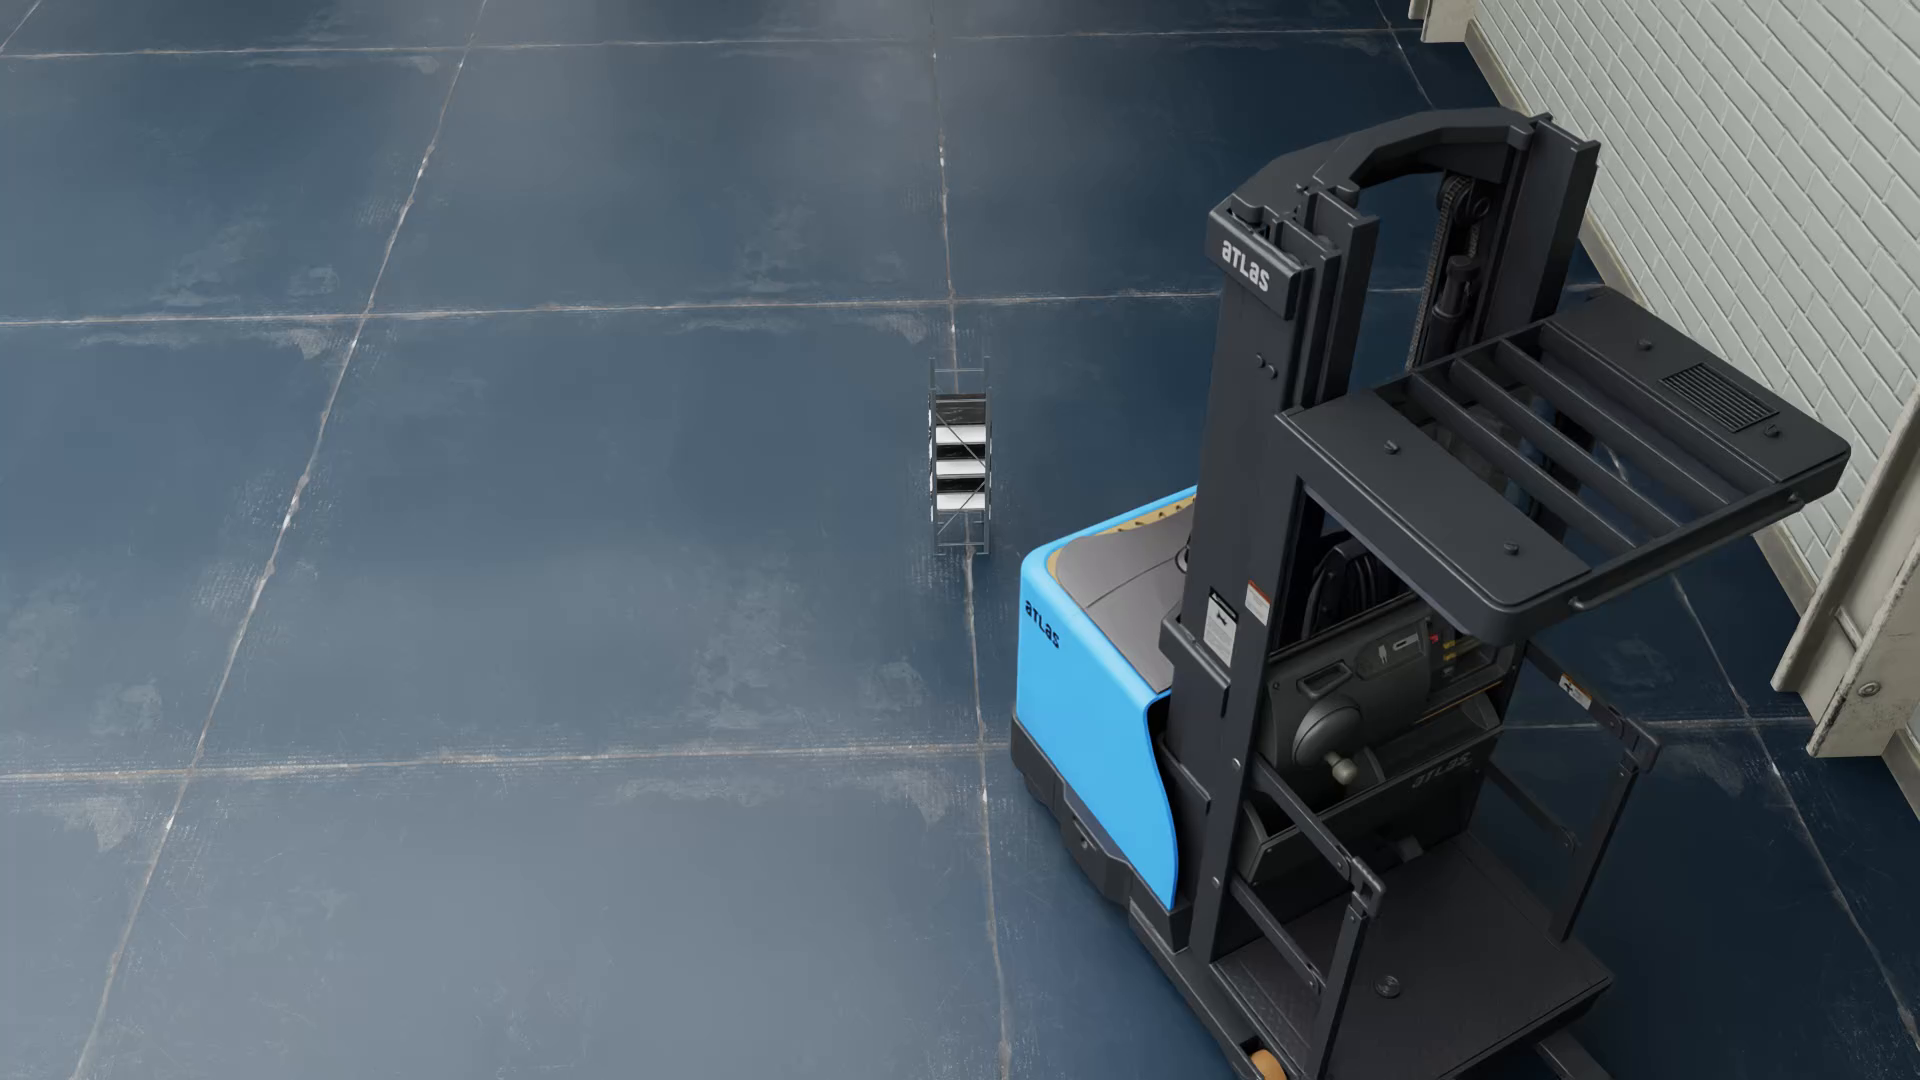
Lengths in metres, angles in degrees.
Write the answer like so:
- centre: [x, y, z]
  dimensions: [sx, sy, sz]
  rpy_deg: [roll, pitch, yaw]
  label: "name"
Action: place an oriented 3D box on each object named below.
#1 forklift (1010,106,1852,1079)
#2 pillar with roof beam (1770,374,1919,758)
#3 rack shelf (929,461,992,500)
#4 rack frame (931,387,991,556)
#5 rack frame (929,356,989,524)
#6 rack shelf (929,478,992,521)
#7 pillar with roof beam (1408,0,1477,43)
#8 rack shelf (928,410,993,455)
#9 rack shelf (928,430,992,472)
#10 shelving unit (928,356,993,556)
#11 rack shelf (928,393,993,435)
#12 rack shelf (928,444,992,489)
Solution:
- centre: [1.356, 0.462, 4.576]
  dimensions: [1.130, 2.935, 3.031]
  rpy_deg: [-21, 47, -21]
  label: "forklift"
- centre: [-0.908, -2.502, 3.320]
  dimensions: [9.100, 9.000, 0.400]
  rpy_deg: [-2, 43, -2]
  label: "pillar with roof beam"
- centre: [0.000, -0.246, 7.035]
  dimensions: [0.258, 0.077, 0.200]
  rpy_deg: [-2, 43, -2]
  label: "rack shelf"
- centre: [0.004, -0.269, 6.877]
  dimensions: [0.240, 0.900, 0.006]
  rpy_deg: [-2, 43, -2]
  label: "rack frame"
- centre: [-0.005, -0.406, 7.027]
  dimensions: [0.240, 0.900, 0.006]
  rpy_deg: [-2, 43, -2]
  label: "rack frame"
- centre: [0.000, -0.180, 7.096]
  dimensions: [0.258, 0.077, 0.200]
  rpy_deg: [-2, 43, -2]
  label: "rack shelf"
- centre: [-1.162, -6.553, 7.739]
  dimensions: [9.100, 9.000, 0.400]
  rpy_deg: [-2, 43, -2]
  label: "pillar with roof beam"
- centre: [0.000, -0.445, 6.853]
  dimensions: [0.258, 0.077, 0.200]
  rpy_deg: [-2, 43, -2]
  label: "rack shelf"
- centre: [0.000, -0.379, 6.914]
  dimensions: [0.258, 0.077, 0.200]
  rpy_deg: [-2, 43, -2]
  label: "rack shelf"
- centre: [0.000, -0.337, 6.952]
  dimensions: [0.258, 0.900, 0.210]
  rpy_deg: [-2, 43, -2]
  label: "shelving unit"
- centre: [0.000, -0.512, 6.792]
  dimensions: [0.258, 0.077, 0.200]
  rpy_deg: [-2, 43, -2]
  label: "rack shelf"
- centre: [0.000, -0.313, 6.974]
  dimensions: [0.258, 0.077, 0.200]
  rpy_deg: [-2, 43, -2]
  label: "rack shelf"
